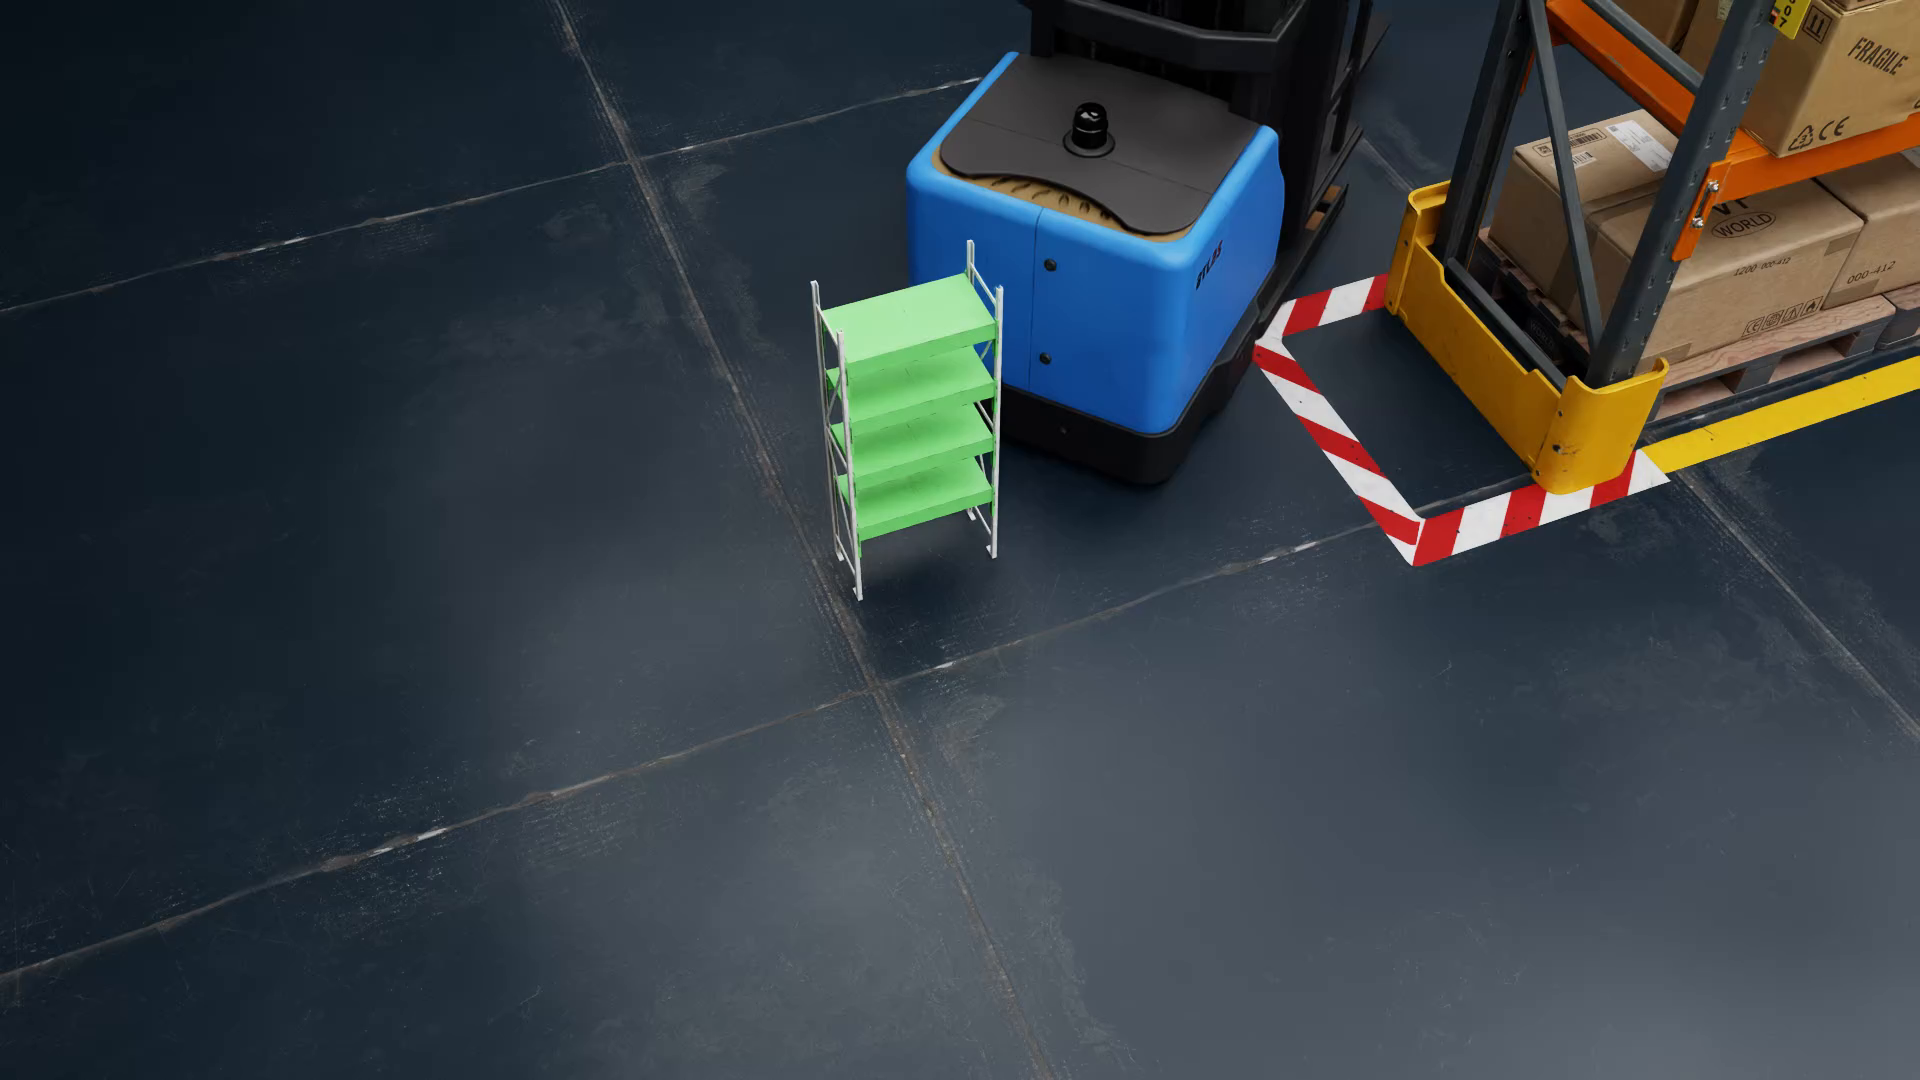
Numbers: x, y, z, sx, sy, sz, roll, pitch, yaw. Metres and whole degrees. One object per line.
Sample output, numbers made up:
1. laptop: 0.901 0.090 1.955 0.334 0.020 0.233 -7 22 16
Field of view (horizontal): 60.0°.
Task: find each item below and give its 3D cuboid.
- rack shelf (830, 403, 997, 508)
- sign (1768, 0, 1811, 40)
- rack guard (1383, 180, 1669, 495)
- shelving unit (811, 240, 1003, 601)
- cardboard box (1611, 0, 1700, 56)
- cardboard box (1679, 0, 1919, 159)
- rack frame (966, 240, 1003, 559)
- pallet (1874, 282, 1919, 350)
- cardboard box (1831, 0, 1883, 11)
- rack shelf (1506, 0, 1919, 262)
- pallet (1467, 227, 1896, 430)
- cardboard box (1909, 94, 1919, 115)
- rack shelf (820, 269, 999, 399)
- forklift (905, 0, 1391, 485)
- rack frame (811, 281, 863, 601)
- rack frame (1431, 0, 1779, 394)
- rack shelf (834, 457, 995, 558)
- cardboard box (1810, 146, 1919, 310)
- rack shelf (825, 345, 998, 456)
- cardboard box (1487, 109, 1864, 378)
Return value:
1. rack shelf: -0.153 -0.302 5.303 0.480 0.148 0.258 -17 52 -14
2. sign: 2.253 -1.504 4.442 0.005 0.325 0.100 -17 52 -14
3. rack guard: 2.026 -0.767 6.079 0.348 0.500 1.175 -17 52 -14
4. shelving unit: -0.153 -0.343 5.254 0.503 1.200 0.258 -17 52 -14
5. cardboard box: 2.395 -1.945 5.377 0.500 0.500 0.500 -17 51 -14
6. cardboard box: 2.602 -1.557 5.044 0.500 0.500 0.500 -18 52 -15
7. rack frame: 0.073 -0.413 5.314 0.015 1.200 0.240 -17 52 -14
8. pallet: 3.887 -1.311 6.737 1.213 0.211 1.003 -17 52 -14
9. cardboard box: 2.601 -1.884 4.666 0.500 0.500 0.500 -18 52 -15
10. rack shelf: 3.900 -1.927 5.902 4.000 0.370 1.077 -17 52 -14
11. pallet: 2.759 -0.964 6.439 1.213 0.211 1.003 -17 52 -14
12. cardboard box: 3.059 -1.721 5.185 0.500 0.500 0.500 -18 52 -15
13. rack shelf: -0.153 -0.615 4.938 0.480 0.148 0.258 -17 52 -14
14. forklift: 0.938 -2.275 5.771 1.130 2.935 3.031 22 53 18
15. rack frame: -0.379 -0.273 5.194 0.015 1.200 0.240 -17 52 -14
16. rack frame: 2.049 -1.588 5.137 0.127 3.000 1.000 -17 52 -14
17. rack shelf: -0.153 -0.145 5.485 0.480 0.148 0.258 -17 52 -14
18. cardboard box: 3.466 -1.418 6.403 0.875 0.438 0.875 -16 51 -13
19. rack shelf: -0.153 -0.458 5.120 0.480 0.148 0.258 -17 52 -14
20. cardboard box: 2.622 -1.150 6.172 0.875 0.438 0.875 -19 52 -15
